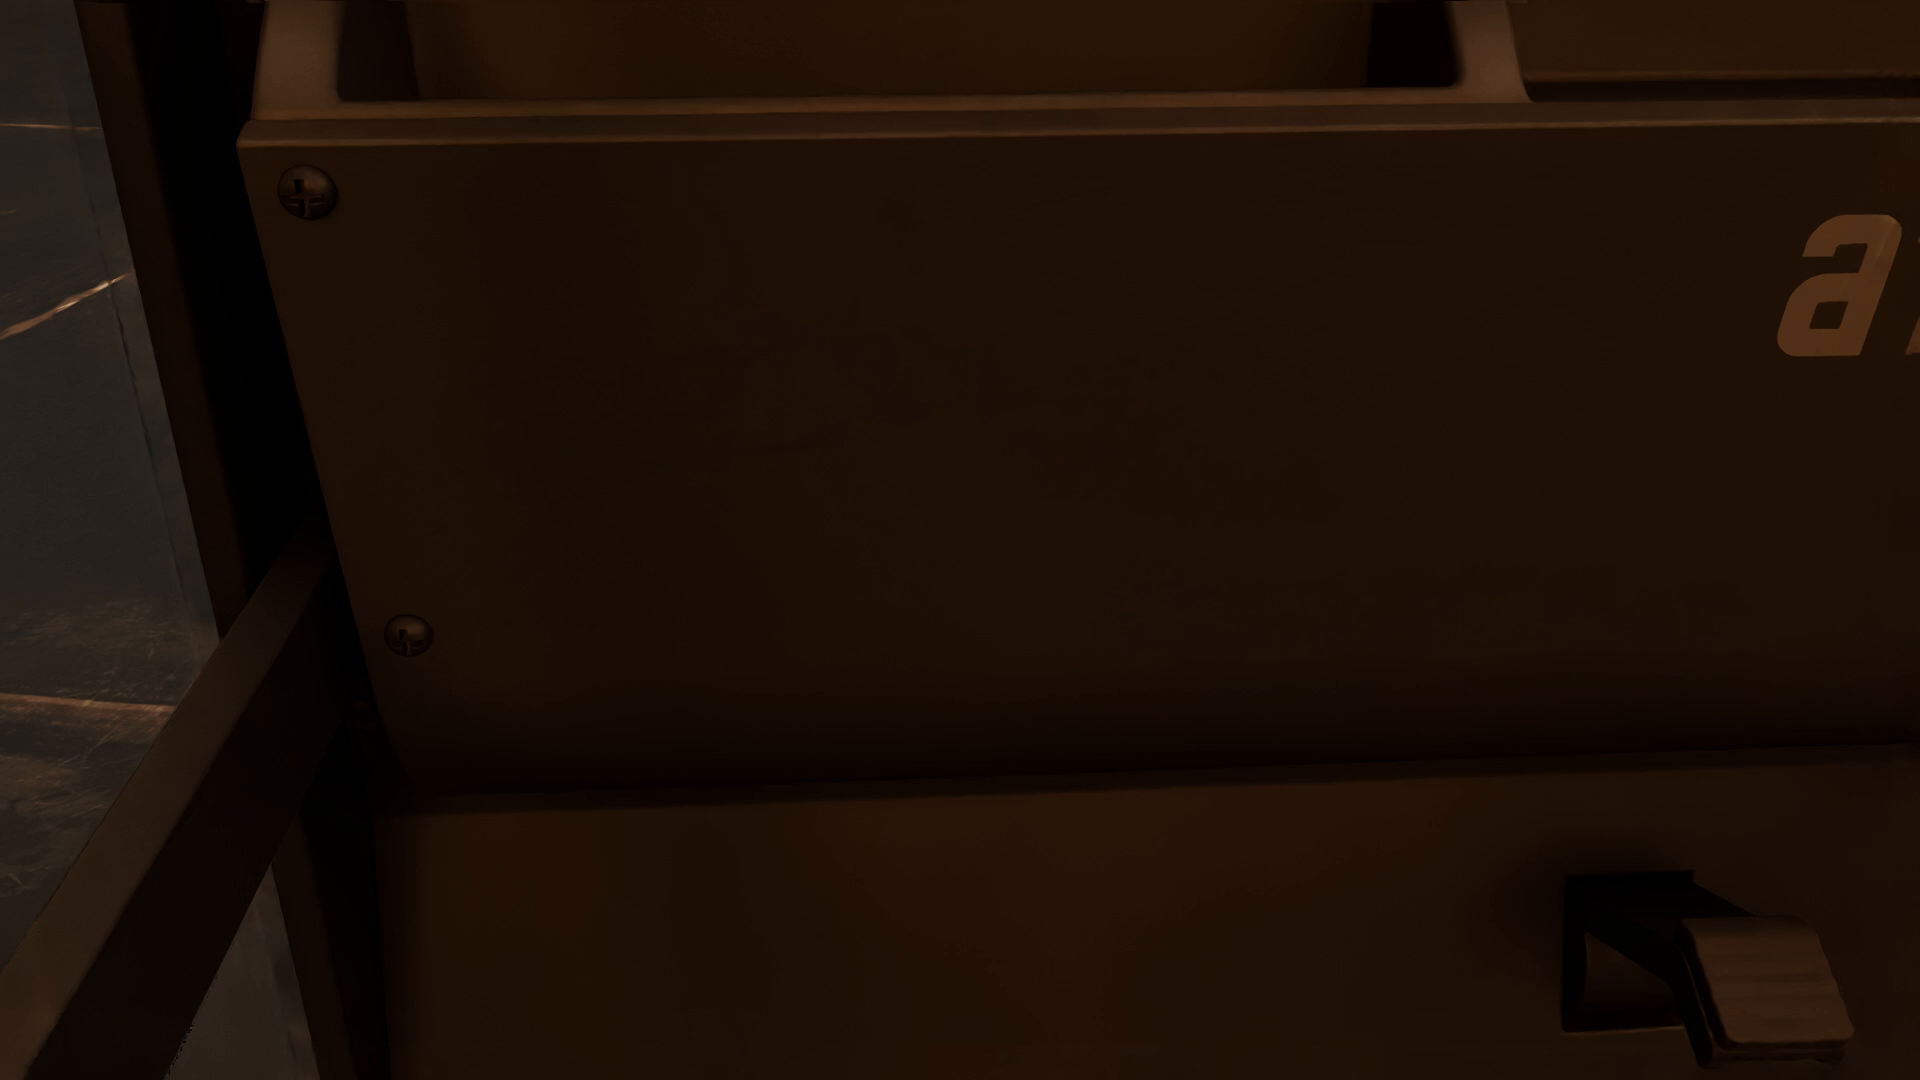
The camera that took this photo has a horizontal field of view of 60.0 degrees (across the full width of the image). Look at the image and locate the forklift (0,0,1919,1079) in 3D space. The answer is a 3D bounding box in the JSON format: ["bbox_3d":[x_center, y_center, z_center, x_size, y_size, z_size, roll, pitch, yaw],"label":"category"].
[{"bbox_3d":[0.219,-0.527,0.274,1.130,2.935,3.031,-2,27,-3],"label":"forklift"}]
